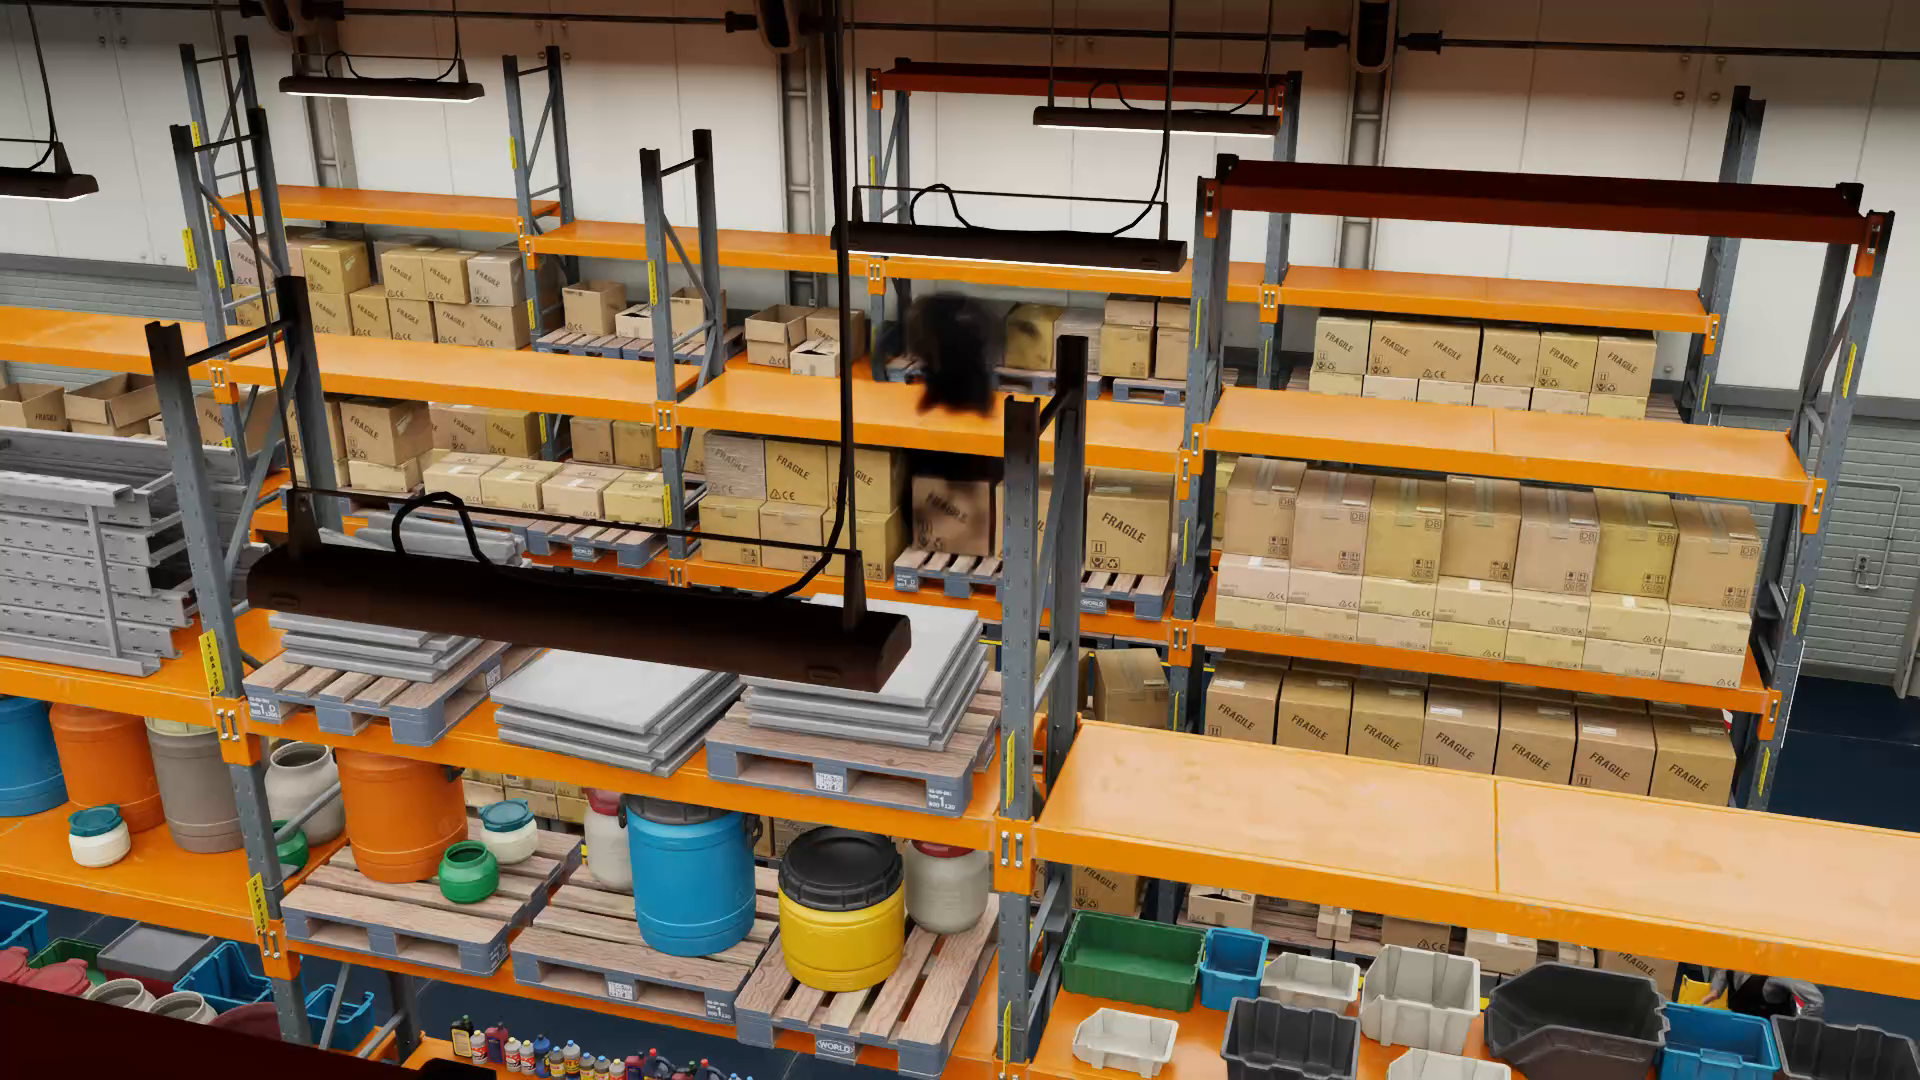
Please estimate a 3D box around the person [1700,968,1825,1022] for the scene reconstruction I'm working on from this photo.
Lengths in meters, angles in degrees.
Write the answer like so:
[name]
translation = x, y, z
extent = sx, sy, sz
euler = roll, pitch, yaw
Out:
[person]
translation = 5.253, 3.211, 10.894
extent = 0.900, 1.703, 0.671
euler = -3, 23, -8
